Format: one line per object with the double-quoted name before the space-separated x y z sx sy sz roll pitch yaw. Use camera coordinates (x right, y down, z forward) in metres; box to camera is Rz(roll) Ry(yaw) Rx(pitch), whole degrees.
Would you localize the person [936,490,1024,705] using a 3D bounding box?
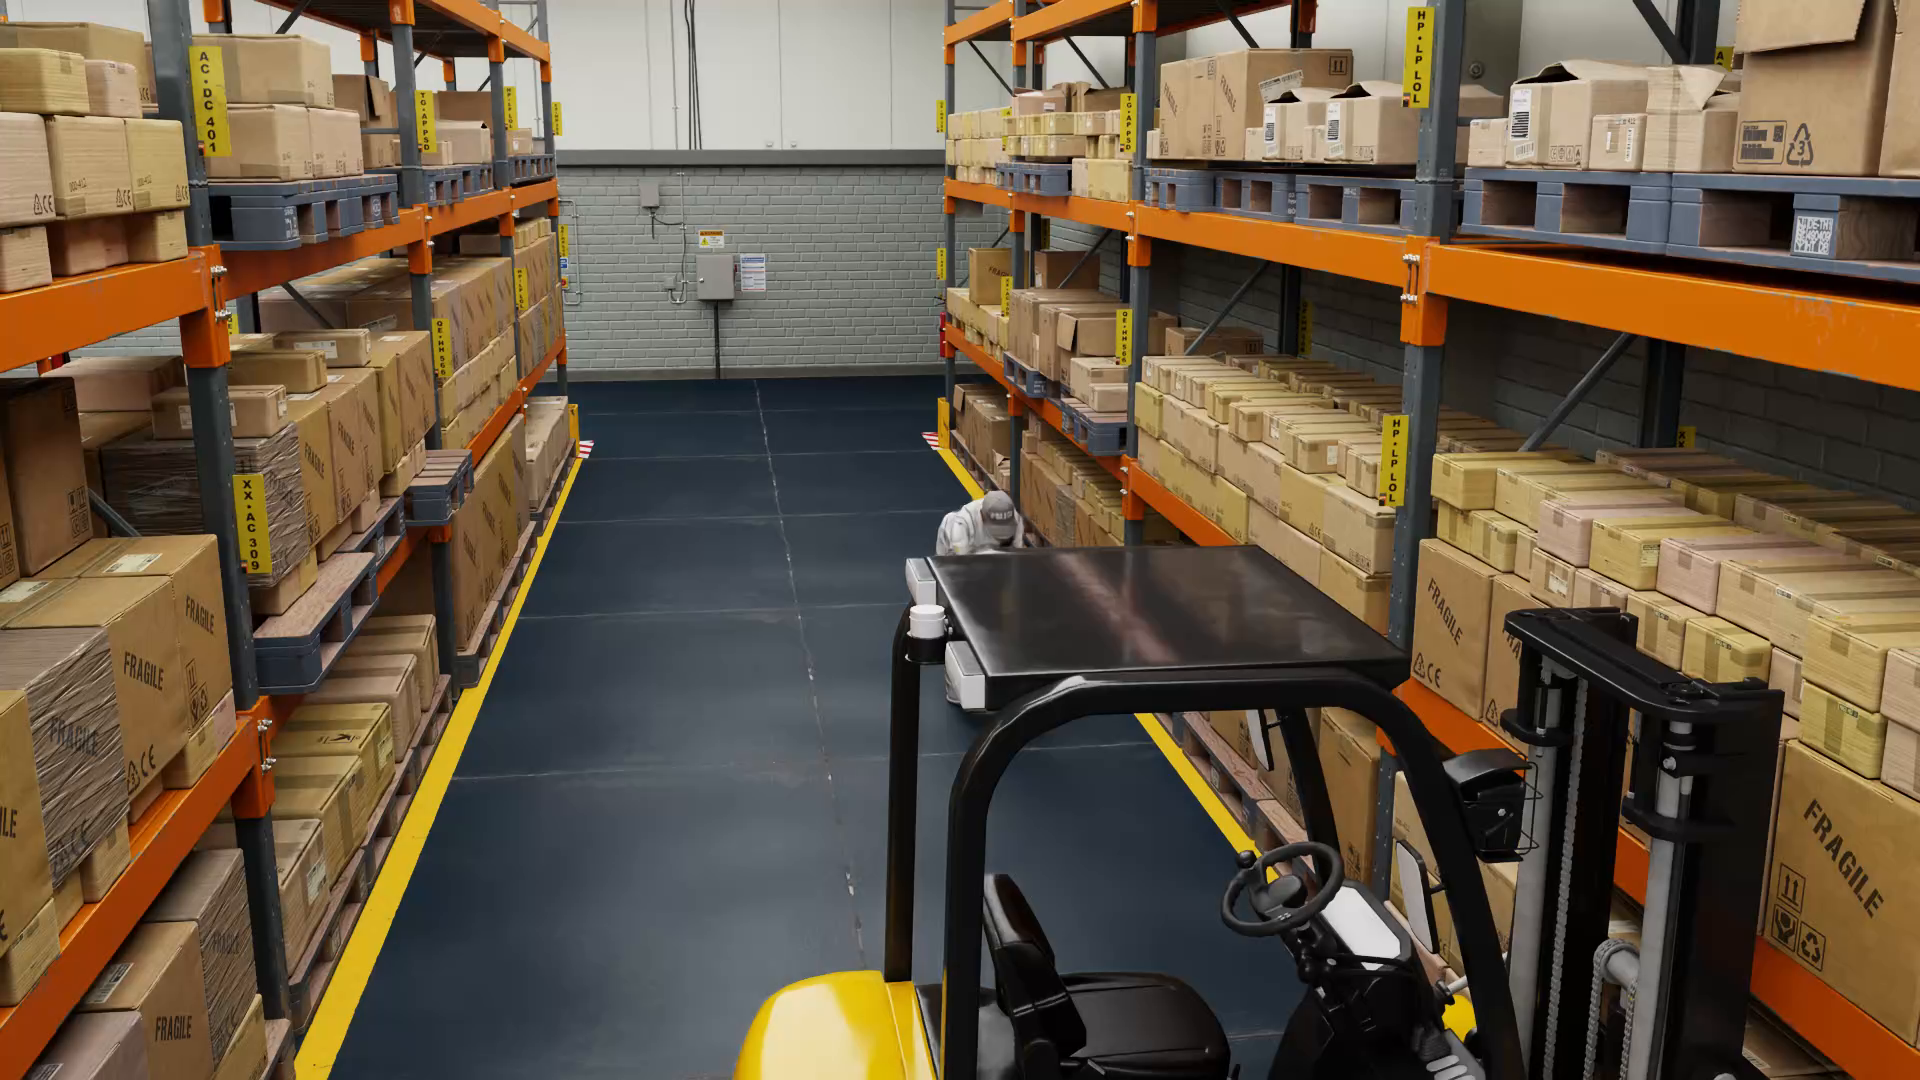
"person" 0.136 0.304 9.455 0.453 1.323 0.875 -3 14 -11
